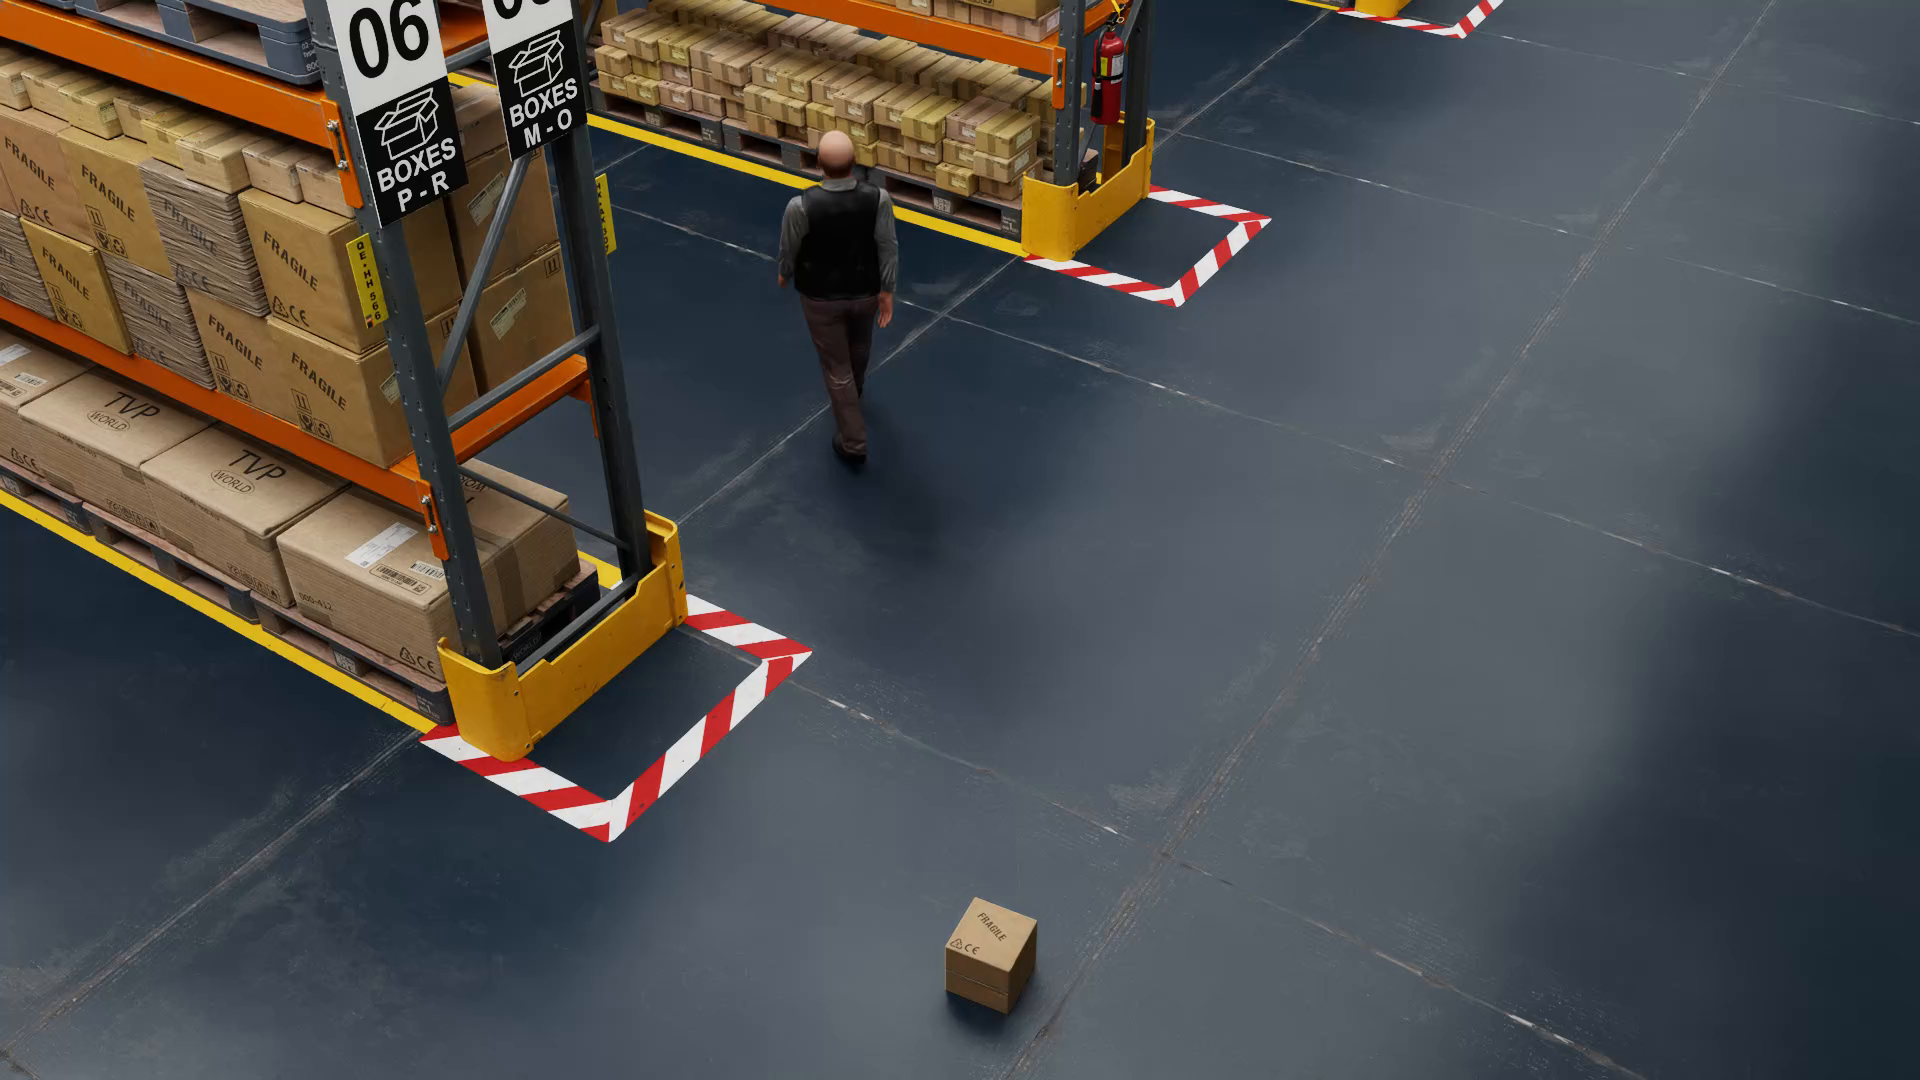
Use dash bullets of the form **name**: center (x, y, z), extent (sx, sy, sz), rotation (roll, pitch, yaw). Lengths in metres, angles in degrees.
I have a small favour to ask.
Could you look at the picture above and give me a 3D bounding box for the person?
- **person**: center (-0.630, -1.299, 8.323), extent (0.558, 1.678, 0.938), rotation (-12, 40, -15)
